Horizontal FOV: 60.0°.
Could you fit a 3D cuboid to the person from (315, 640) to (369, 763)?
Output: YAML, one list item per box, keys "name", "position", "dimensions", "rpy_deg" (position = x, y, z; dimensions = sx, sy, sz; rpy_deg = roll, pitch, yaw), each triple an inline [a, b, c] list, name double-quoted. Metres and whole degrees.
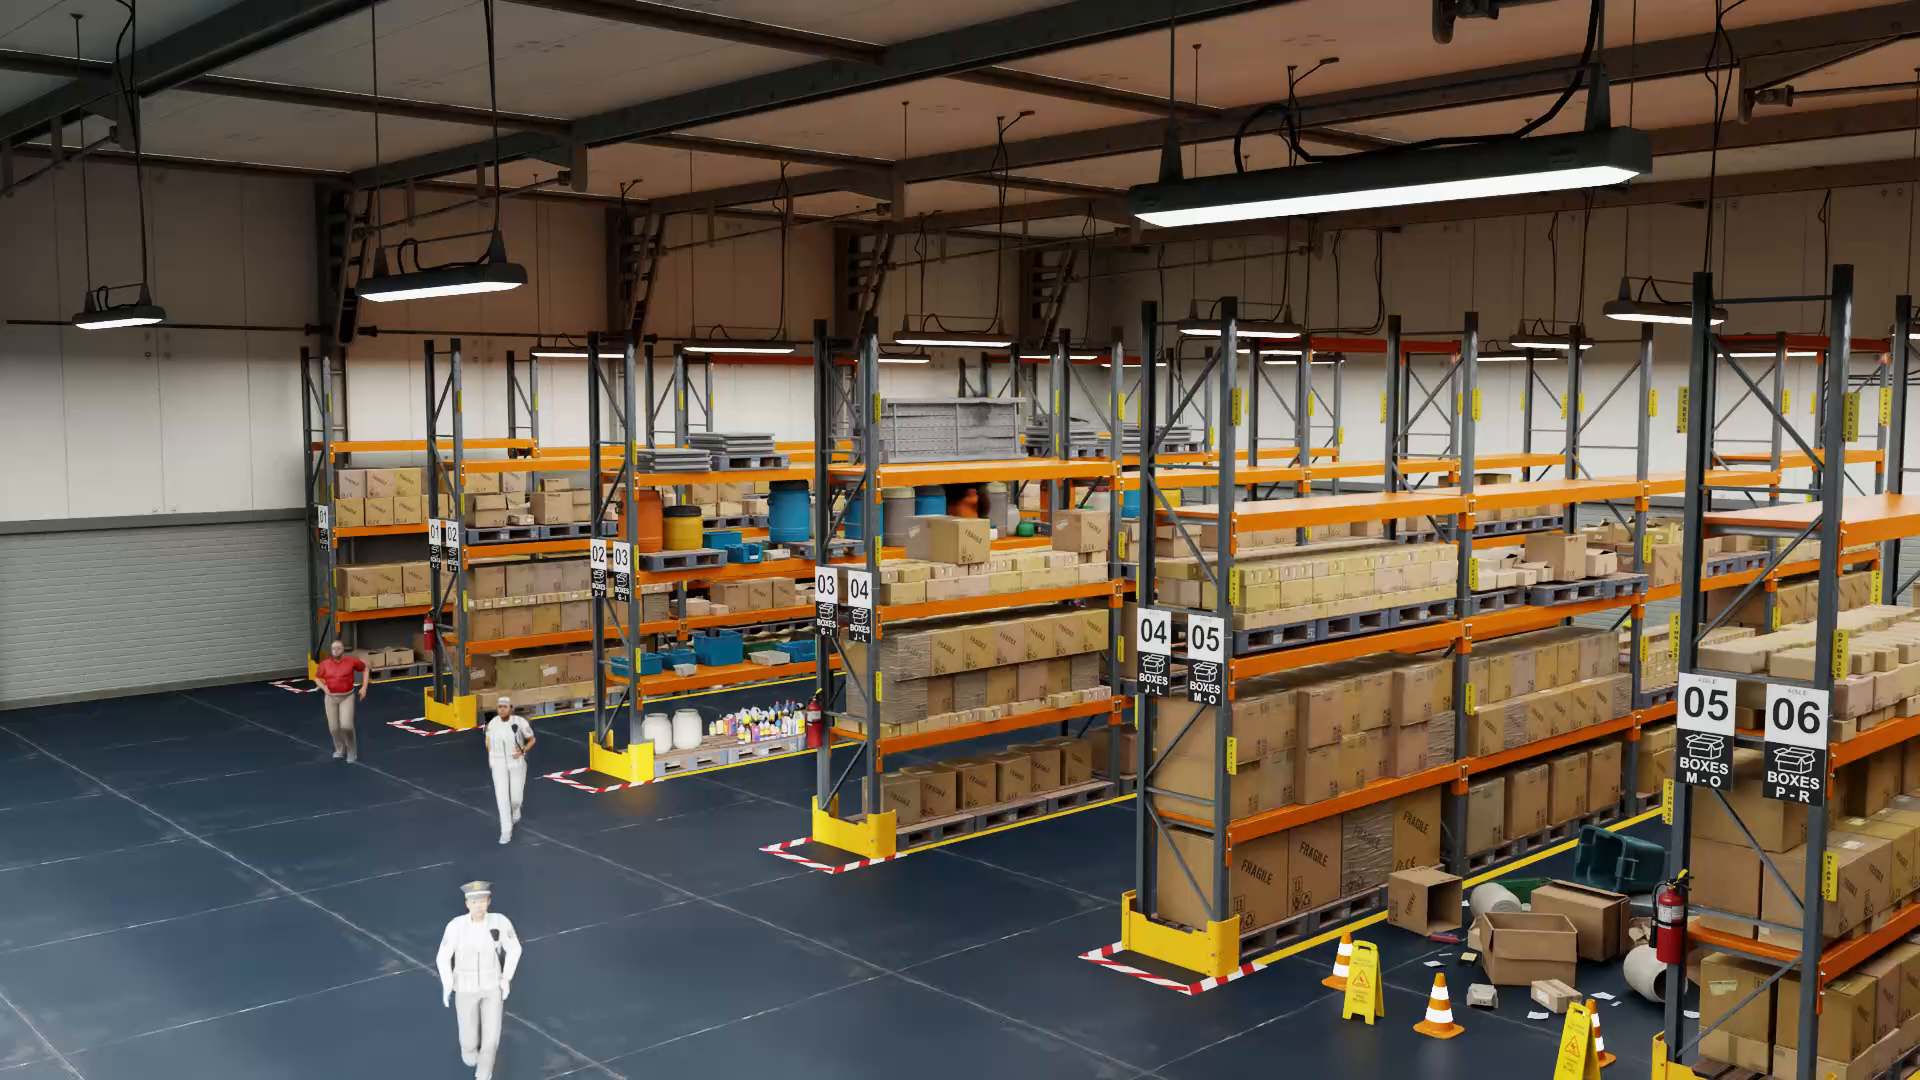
- name: "person"
  position: [-8.667, 2.285, 23.288]
  dimensions: [0.690, 1.769, 0.719]
  rpy_deg: [-1, 5, -9]

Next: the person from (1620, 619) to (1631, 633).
- name: "person"
  position: [10.103, 2.101, 25.037]
  dimensions: [0.765, 1.835, 0.661]
  rpy_deg: [-4, 6, -38]

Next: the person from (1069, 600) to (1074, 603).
- name: "person"
  position: [1.934, 1.518, 32.516]
  dimensions: [0.608, 1.623, 0.685]
  rpy_deg: [4, 7, 39]

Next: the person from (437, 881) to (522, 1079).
- name: "person"
  position: [-3.542, 3.275, 12.279]
  dimensions: [0.603, 1.648, 0.593]
  rpy_deg: [-2, 5, -18]

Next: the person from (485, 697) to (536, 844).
- name: "person"
  position: [-5.262, 2.646, 19.442]
  dimensions: [0.601, 1.669, 0.776]
  rpy_deg: [-1, 5, -7]
